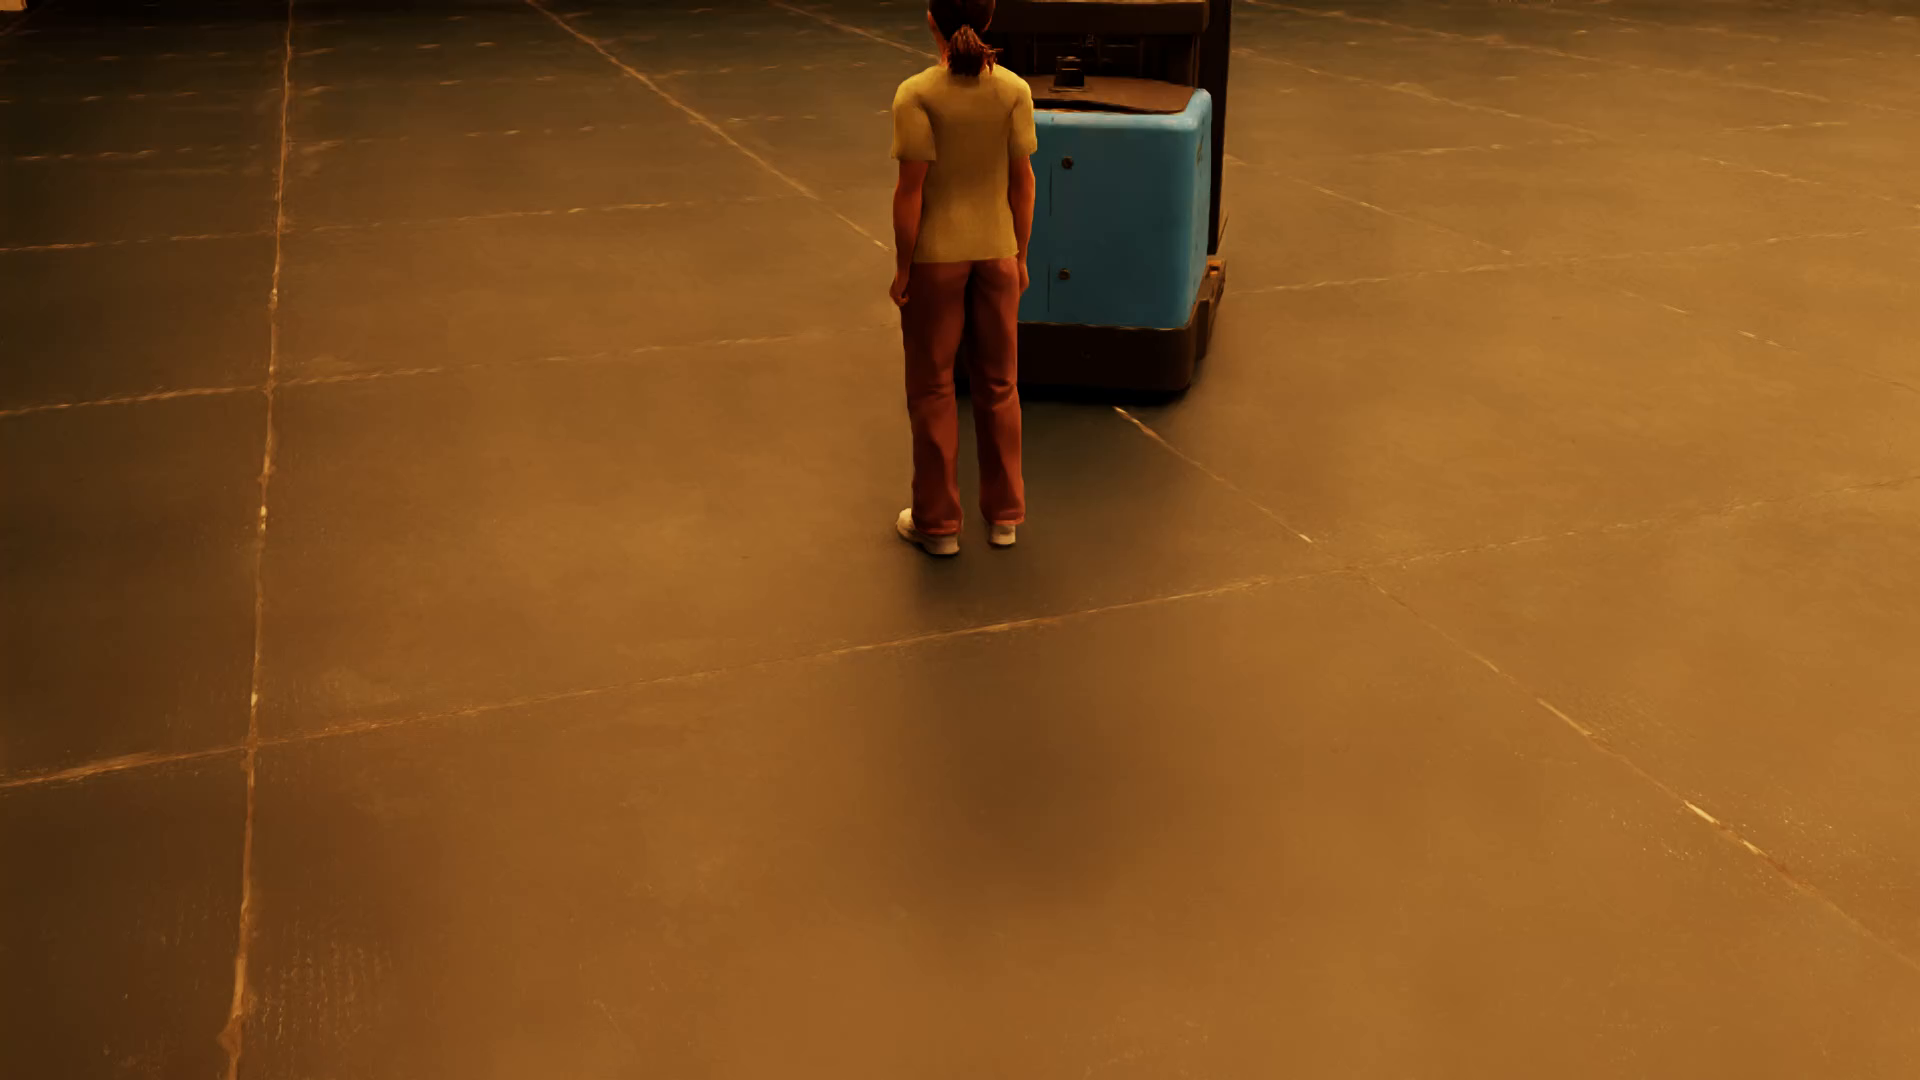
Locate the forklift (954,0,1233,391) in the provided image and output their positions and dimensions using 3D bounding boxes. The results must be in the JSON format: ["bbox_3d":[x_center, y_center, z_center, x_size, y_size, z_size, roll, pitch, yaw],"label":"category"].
[{"bbox_3d":[0.640,-2.448,7.119,1.130,2.935,3.031,5,23,11],"label":"forklift"}]

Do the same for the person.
[{"bbox_3d":[0.009,-0.792,4.716,0.427,1.604,0.289,-8,24,-18],"label":"person"}]
